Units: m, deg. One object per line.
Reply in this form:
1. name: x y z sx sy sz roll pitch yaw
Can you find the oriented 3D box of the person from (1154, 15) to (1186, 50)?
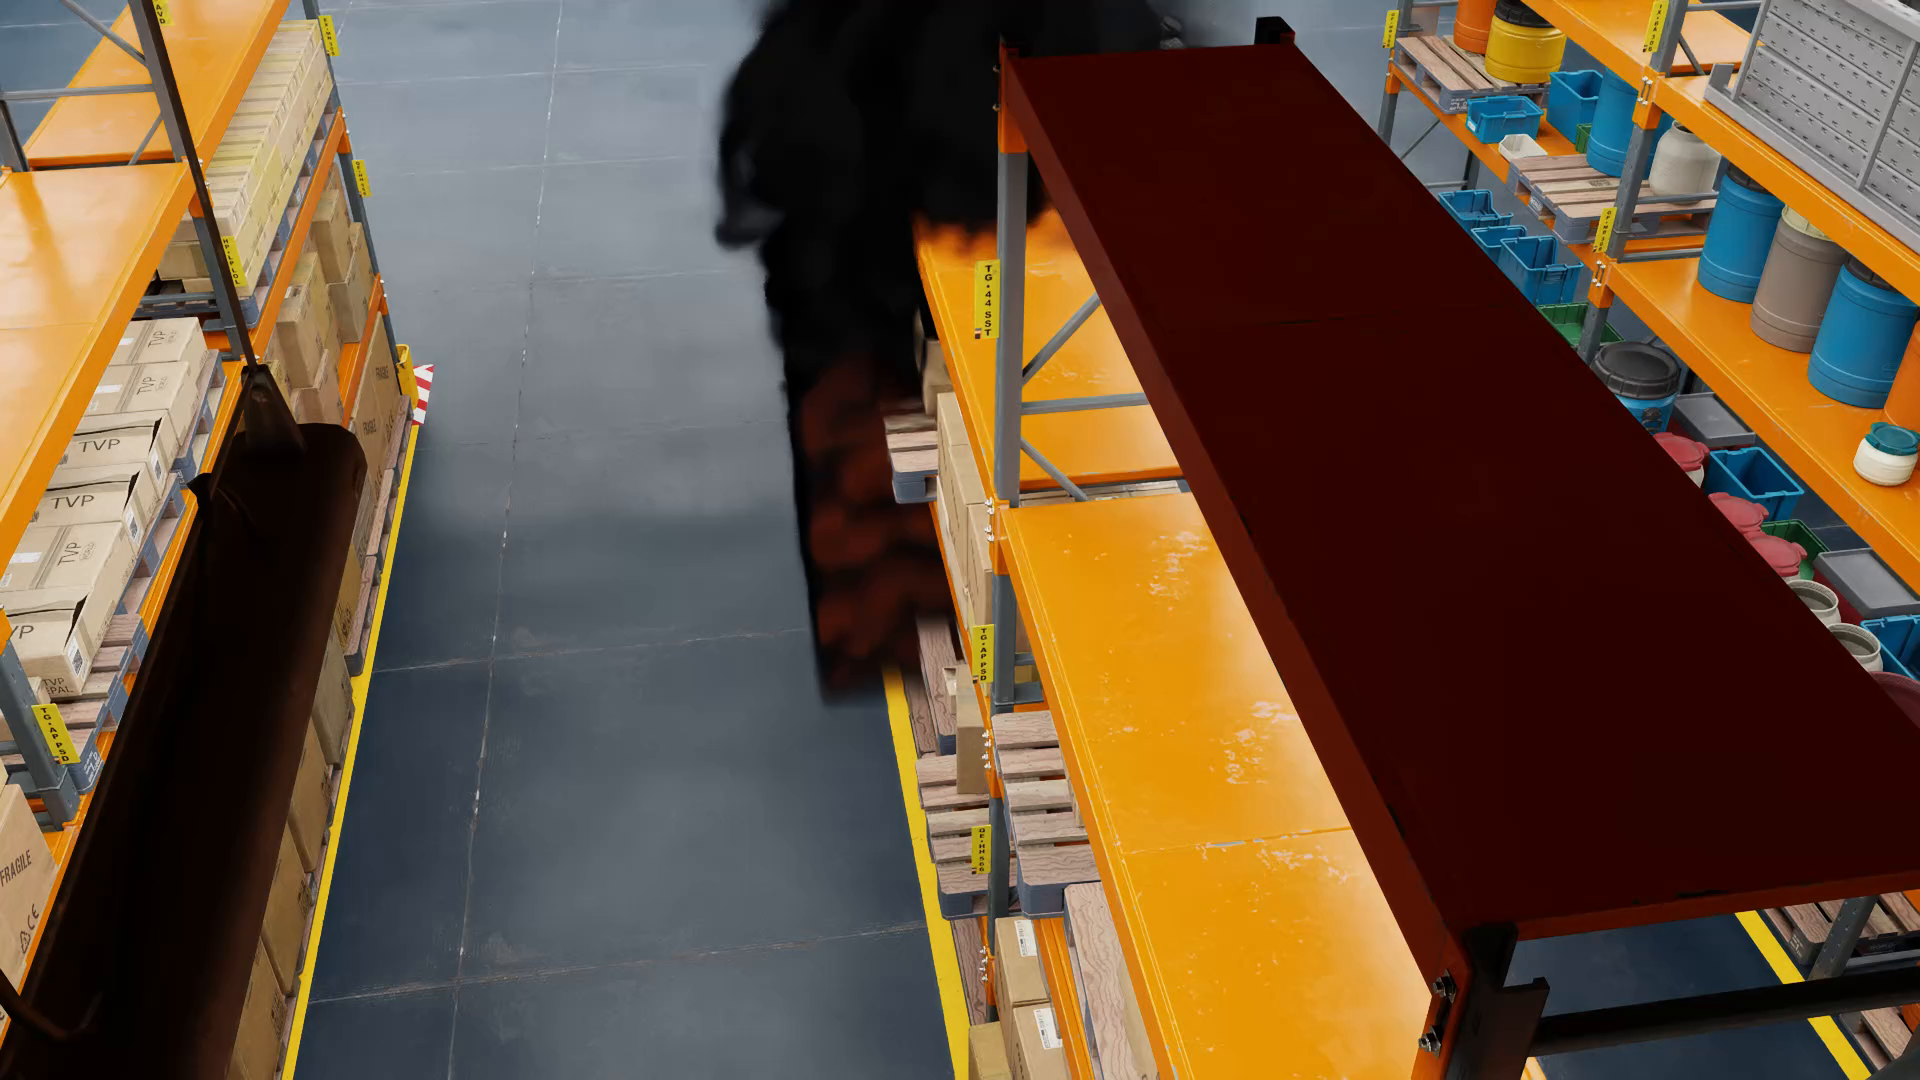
1. person: 2.309 -5.189 19.100 0.676 1.690 0.546 7 37 9
